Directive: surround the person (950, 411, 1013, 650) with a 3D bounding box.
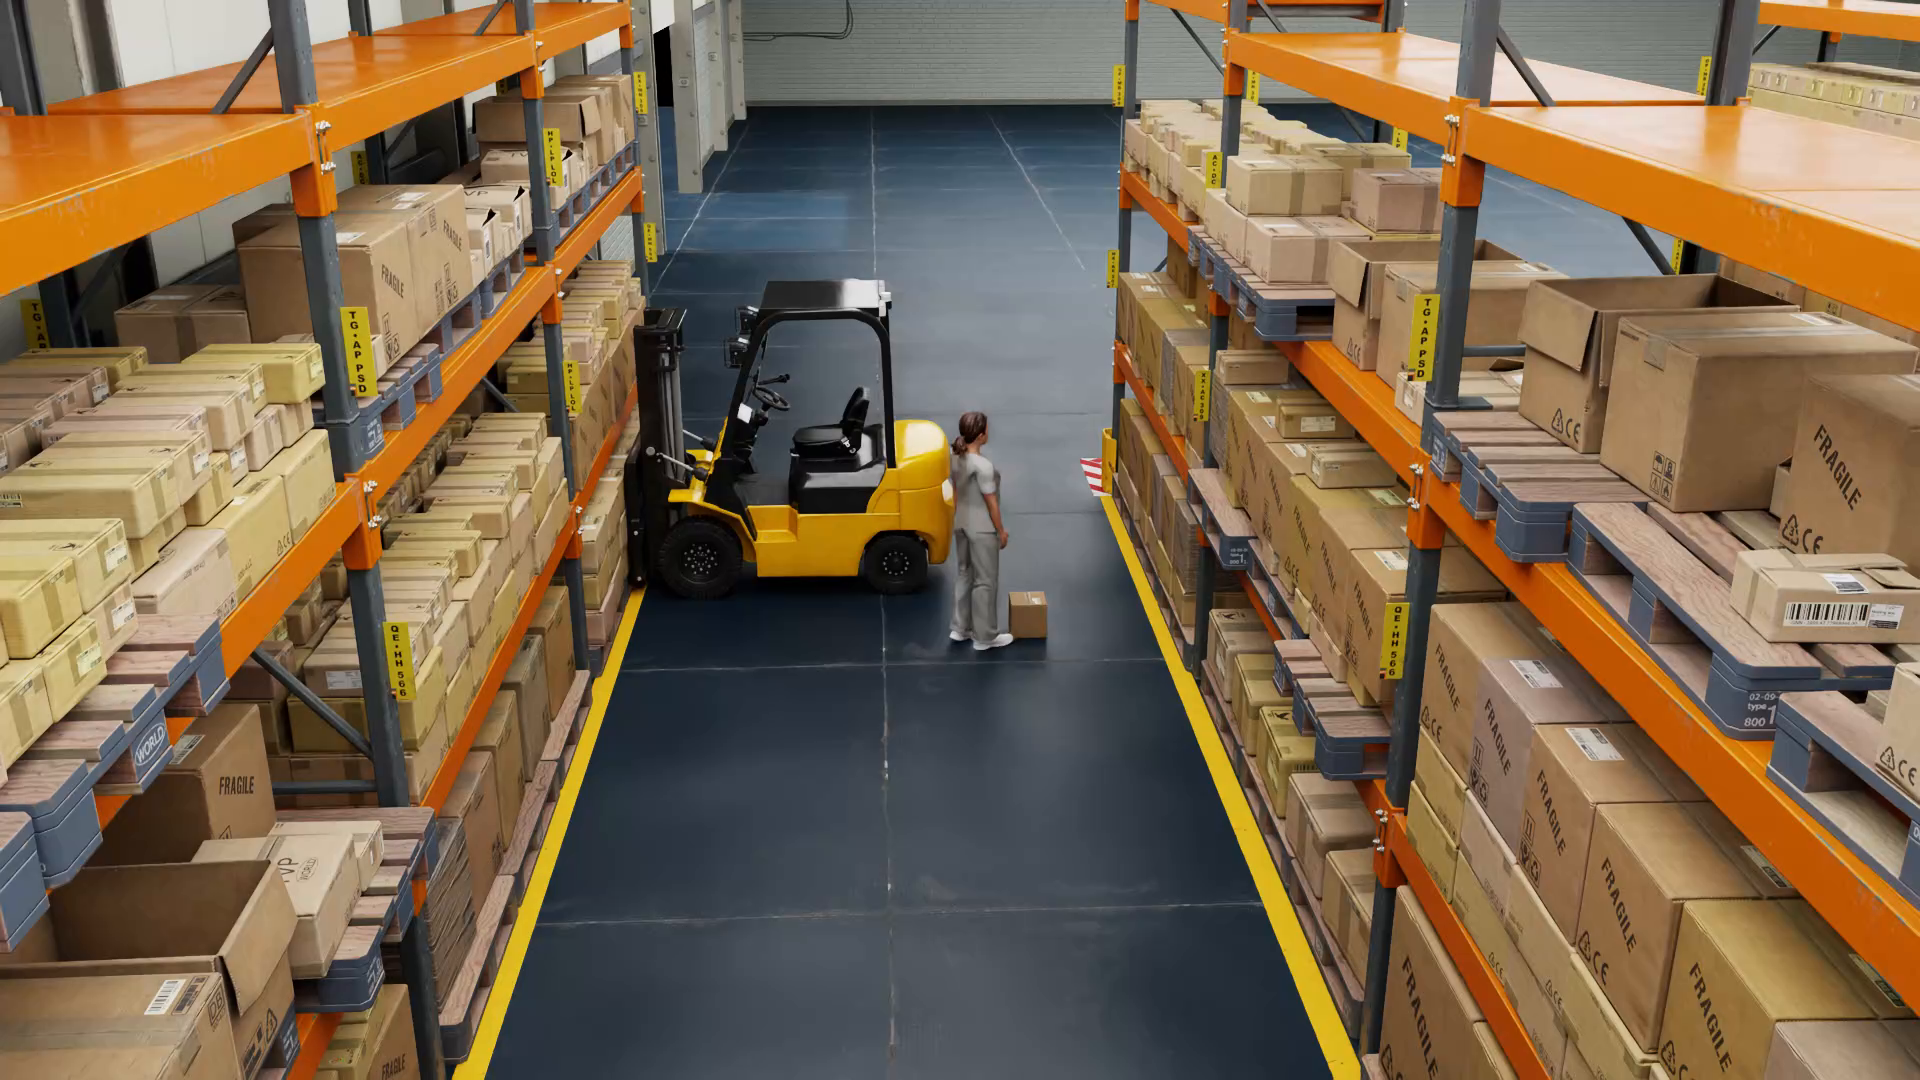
[{"bbox_3d":[0.127,-0.048,11.268,0.429,1.719,0.448,-12,24,-29],"label":"person"}]
